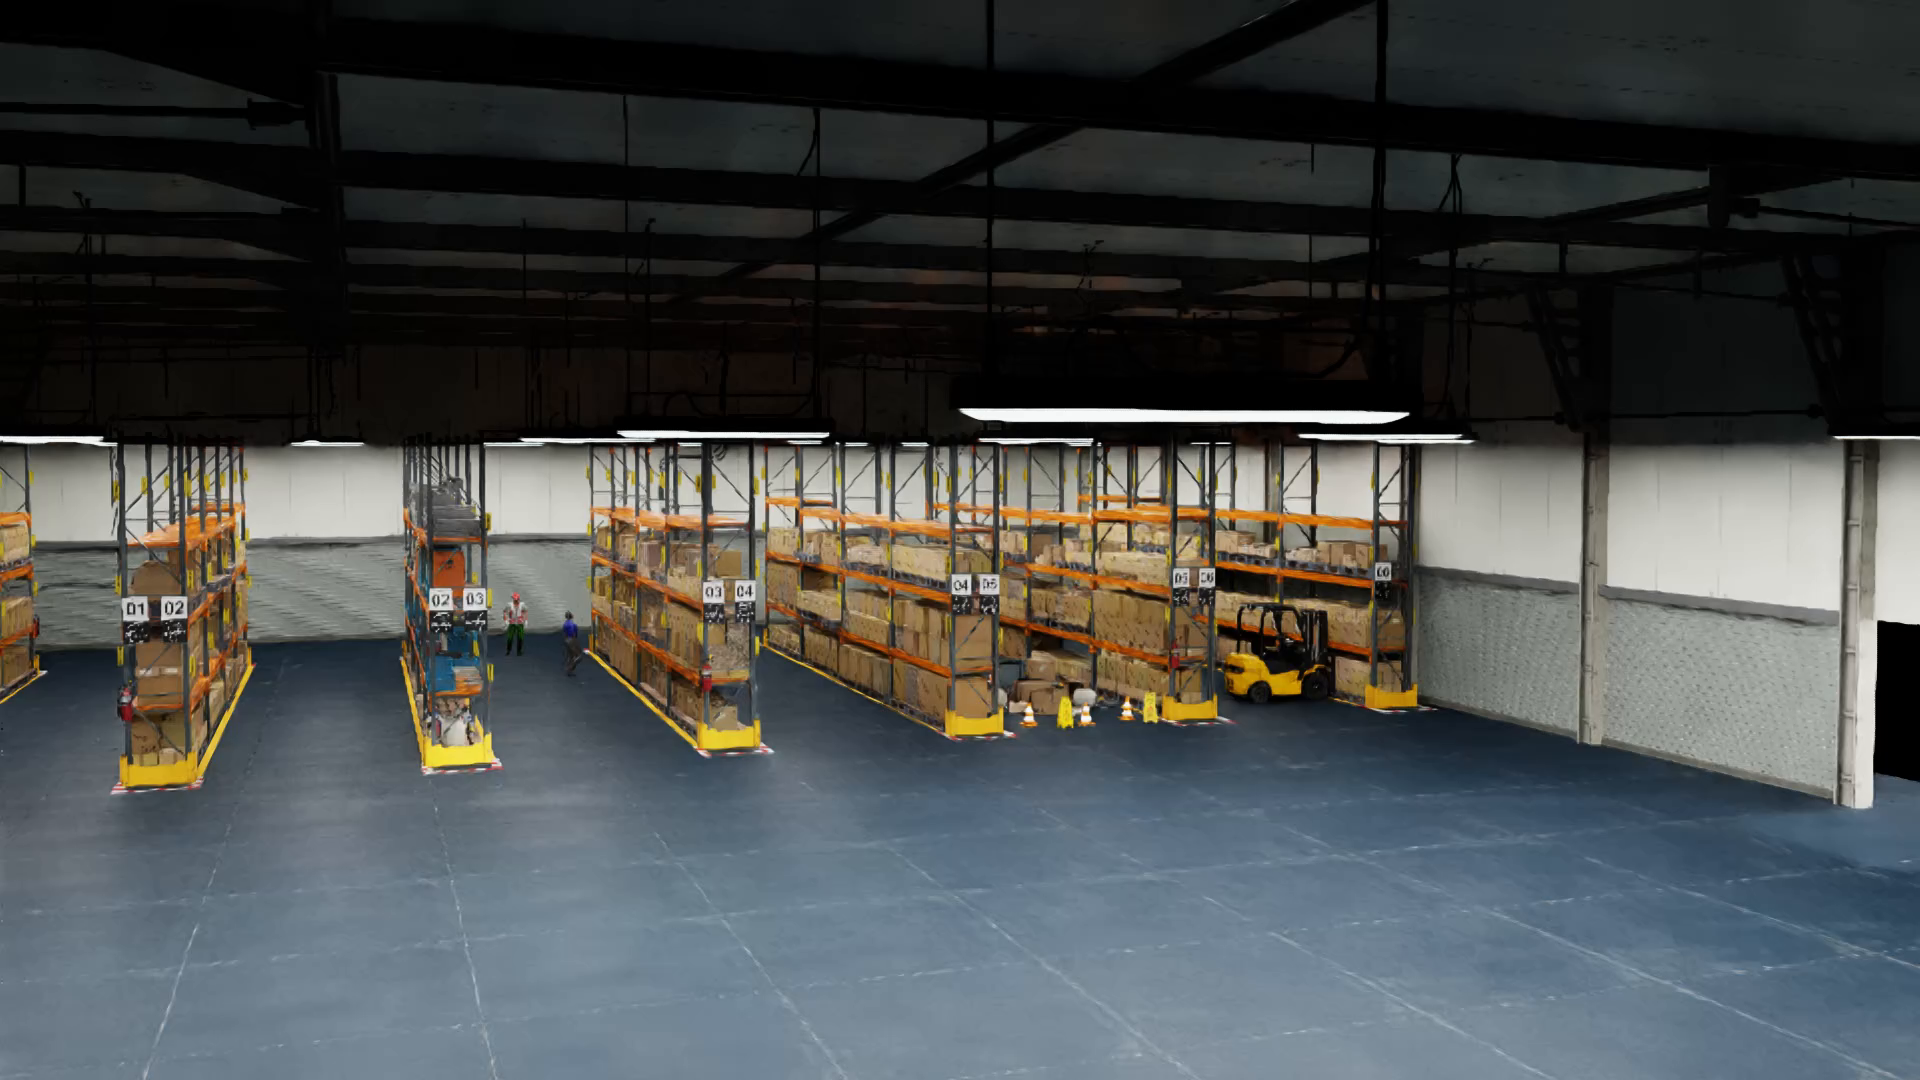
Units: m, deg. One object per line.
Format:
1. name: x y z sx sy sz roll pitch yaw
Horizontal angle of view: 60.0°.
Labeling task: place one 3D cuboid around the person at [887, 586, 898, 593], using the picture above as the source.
1. person: -2.051 2.091 50.954 0.545 1.641 0.560 2 4 35

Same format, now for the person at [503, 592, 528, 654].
1. person: -12.304 2.310 46.047 0.677 1.742 0.552 -1 3 -22

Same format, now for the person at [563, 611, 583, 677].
1. person: -9.707 2.598 41.462 0.508 1.655 0.423 3 4 41
